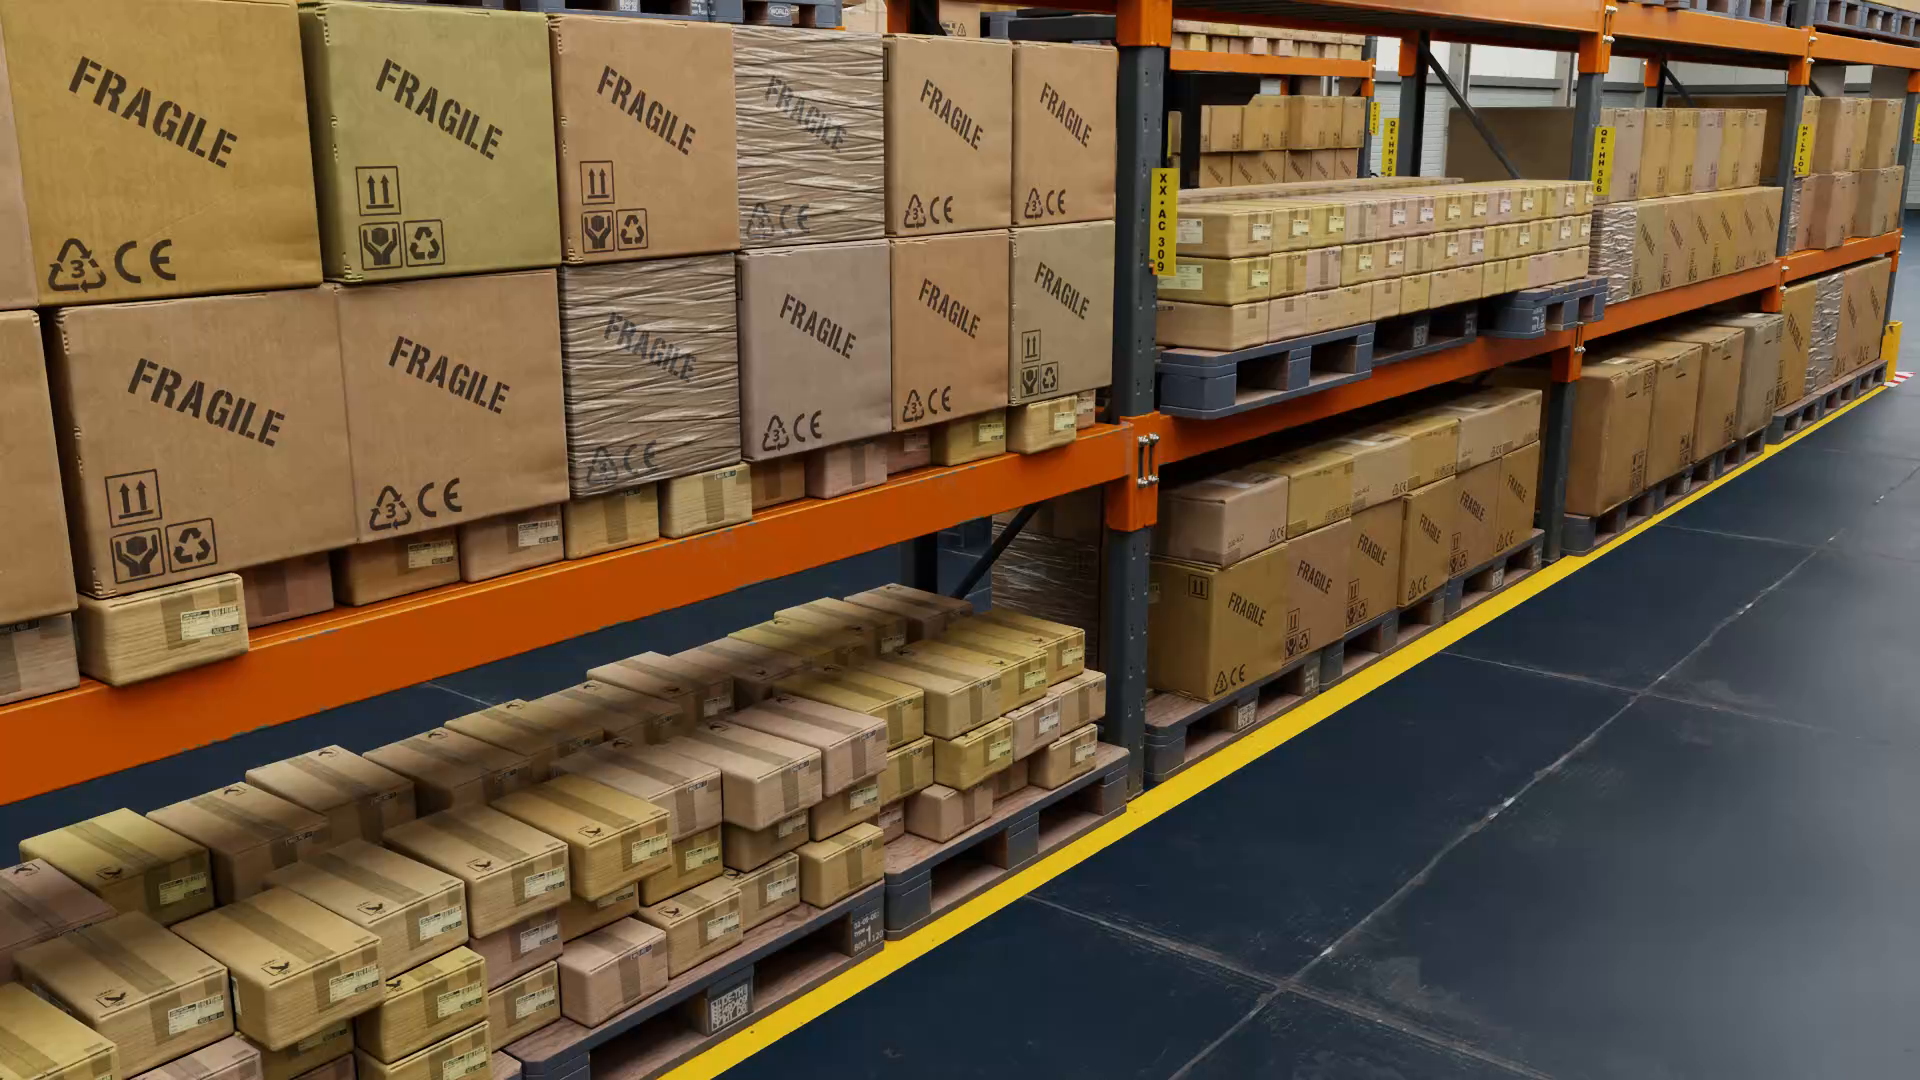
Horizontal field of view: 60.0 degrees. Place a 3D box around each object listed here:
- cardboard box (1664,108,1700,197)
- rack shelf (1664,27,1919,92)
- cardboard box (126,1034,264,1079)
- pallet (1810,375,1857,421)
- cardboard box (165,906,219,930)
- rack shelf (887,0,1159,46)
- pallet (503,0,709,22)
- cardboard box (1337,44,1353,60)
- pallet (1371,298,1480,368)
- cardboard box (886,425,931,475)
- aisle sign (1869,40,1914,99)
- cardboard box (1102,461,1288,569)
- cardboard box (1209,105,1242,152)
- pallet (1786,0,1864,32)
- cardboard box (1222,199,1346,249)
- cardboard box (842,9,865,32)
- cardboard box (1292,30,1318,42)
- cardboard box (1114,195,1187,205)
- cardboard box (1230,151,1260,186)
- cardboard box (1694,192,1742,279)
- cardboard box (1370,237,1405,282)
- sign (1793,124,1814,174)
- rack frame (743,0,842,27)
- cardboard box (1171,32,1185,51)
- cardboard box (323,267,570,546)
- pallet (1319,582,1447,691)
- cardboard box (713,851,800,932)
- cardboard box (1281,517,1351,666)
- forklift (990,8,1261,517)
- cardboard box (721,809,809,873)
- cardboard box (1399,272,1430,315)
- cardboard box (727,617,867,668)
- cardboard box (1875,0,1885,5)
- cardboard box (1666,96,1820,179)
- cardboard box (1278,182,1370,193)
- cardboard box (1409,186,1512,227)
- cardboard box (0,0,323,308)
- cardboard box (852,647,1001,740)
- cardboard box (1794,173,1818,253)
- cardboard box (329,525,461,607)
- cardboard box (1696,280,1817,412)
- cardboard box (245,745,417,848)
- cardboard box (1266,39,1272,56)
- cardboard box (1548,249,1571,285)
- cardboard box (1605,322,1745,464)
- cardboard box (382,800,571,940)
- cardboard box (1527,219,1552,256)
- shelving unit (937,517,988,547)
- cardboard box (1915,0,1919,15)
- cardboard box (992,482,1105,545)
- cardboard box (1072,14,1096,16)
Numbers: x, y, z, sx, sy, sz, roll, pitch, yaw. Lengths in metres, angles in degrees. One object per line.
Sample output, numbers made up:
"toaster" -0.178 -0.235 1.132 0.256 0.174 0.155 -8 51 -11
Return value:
"cardboard box" 3.963 -2.325 9.949 0.700 0.500 0.500 11 18 37
"rack shelf" 6.485 -3.668 12.838 1.077 0.370 4.000 11 18 38
"cardboard box" -1.569 1.048 3.239 0.380 0.149 0.250 11 18 37
"pallet" 6.533 -1.196 13.404 1.003 0.211 1.213 11 18 38
"cardboard box" -1.879 0.907 3.792 0.380 0.149 0.250 10 18 35
"rack shelf" -1.057 -1.370 3.792 1.077 0.370 4.000 11 18 38
"pallet" -2.263 -3.177 9.827 1.003 0.211 1.213 12 19 40
"cardboard box" 3.691 -4.860 16.581 0.380 0.149 0.250 11 18 38
"pallet" 1.502 -0.935 7.102 1.003 0.211 1.213 11 18 38
"cardboard box" -0.304 -0.288 4.675 0.380 0.149 0.250 11 18 36
"aisle sign" 8.020 -4.173 14.178 0.394 0.787 0.004 11 18 38
"cardboard box" 0.870 -0.104 6.140 0.500 0.250 0.500 10 18 35
"cardboard box" 2.098 -3.749 14.950 0.700 0.500 0.500 11 18 38
"pallet" 5.751 -3.746 11.863 1.003 0.211 1.213 11 18 38
"cardboard box" 1.139 -1.125 5.909 0.380 0.149 0.250 11 18 38
"cardboard box" -0.869 -3.527 11.331 0.380 0.149 0.250 11 18 38
"cardboard box" 3.077 -4.882 15.856 0.500 0.250 0.500 12 18 39
"cardboard box" 0.633 -1.226 6.305 0.380 0.149 0.250 11 18 36
"cardboard box" 2.431 -3.354 15.427 0.500 0.500 0.500 11 18 37
"cardboard box" 4.473 -1.893 10.281 0.500 0.500 0.500 11 18 38
"cardboard box" 1.459 -1.079 6.332 0.380 0.149 0.250 12 19 40
"sign" 5.656 -2.621 11.155 0.100 0.325 0.005 11 18 38
"rack frame" -1.199 -2.160 11.535 1.000 3.000 0.127 11 18 38
"cardboard box" 1.705 -4.281 14.299 0.380 0.149 0.250 11 18 37
"cardboard box" -1.183 -0.316 3.467 0.500 0.500 0.500 12 18 38
"pallet" 1.455 0.320 7.436 1.003 0.211 1.213 11 18 38
"cardboard box" -0.648 0.896 4.441 0.380 0.149 0.250 12 18 39
"cardboard box" 1.202 0.158 6.632 0.500 0.500 0.500 12 19 40
"forklift" 1.101 -1.777 10.165 1.130 2.935 3.031 12 19 39
"cardboard box" -0.629 0.736 4.465 0.380 0.149 0.250 10 17 35
"cardboard box" 1.622 -0.985 6.564 0.380 0.149 0.250 11 18 37
"cardboard box" -0.517 0.376 5.281 0.380 0.149 0.250 11 18 37
"cardboard box" 6.677 -4.072 12.423 0.380 0.149 0.250 12 18 38
"cardboard box" 5.487 -2.841 11.717 0.875 0.550 0.550 11 18 38
"cardboard box" 1.613 -1.524 7.481 0.380 0.149 0.250 12 19 40
"cardboard box" 2.117 -1.424 7.086 0.380 0.149 0.250 11 18 38
"cardboard box" -1.513 -0.701 2.954 0.500 0.500 0.500 12 19 39
"cardboard box" -0.102 0.454 4.971 0.380 0.149 0.250 11 18 37
"cardboard box" 5.779 -2.434 12.307 0.875 0.550 0.550 11 18 38
"cardboard box" -1.271 0.011 3.496 0.380 0.149 0.250 11 18 37
"cardboard box" 5.678 -1.463 12.253 0.875 0.875 0.875 12 18 38
"cardboard box" -1.574 0.659 4.165 0.380 0.149 0.250 12 19 40
"cardboard box" 2.673 -4.576 15.462 0.380 0.149 0.250 11 18 38
"cardboard box" 2.604 -1.283 7.737 0.380 0.149 0.250 11 18 37
"cardboard box" 4.299 -0.976 10.589 1.050 0.750 0.750 11 18 38
"cardboard box" -1.109 0.749 3.813 0.380 0.149 0.250 12 19 40
"cardboard box" 2.428 -1.372 7.487 0.380 0.149 0.250 12 18 39
"shelving unit" -0.005 -0.435 9.006 0.258 0.900 0.210 11 18 38
"cardboard box" 7.638 -4.366 13.578 0.380 0.149 0.250 11 18 38
"cardboard box" 0.472 -0.185 6.460 0.500 0.250 0.500 11 18 36
"cardboard box" 0.738 -4.281 13.241 0.500 0.250 0.500 12 18 38
